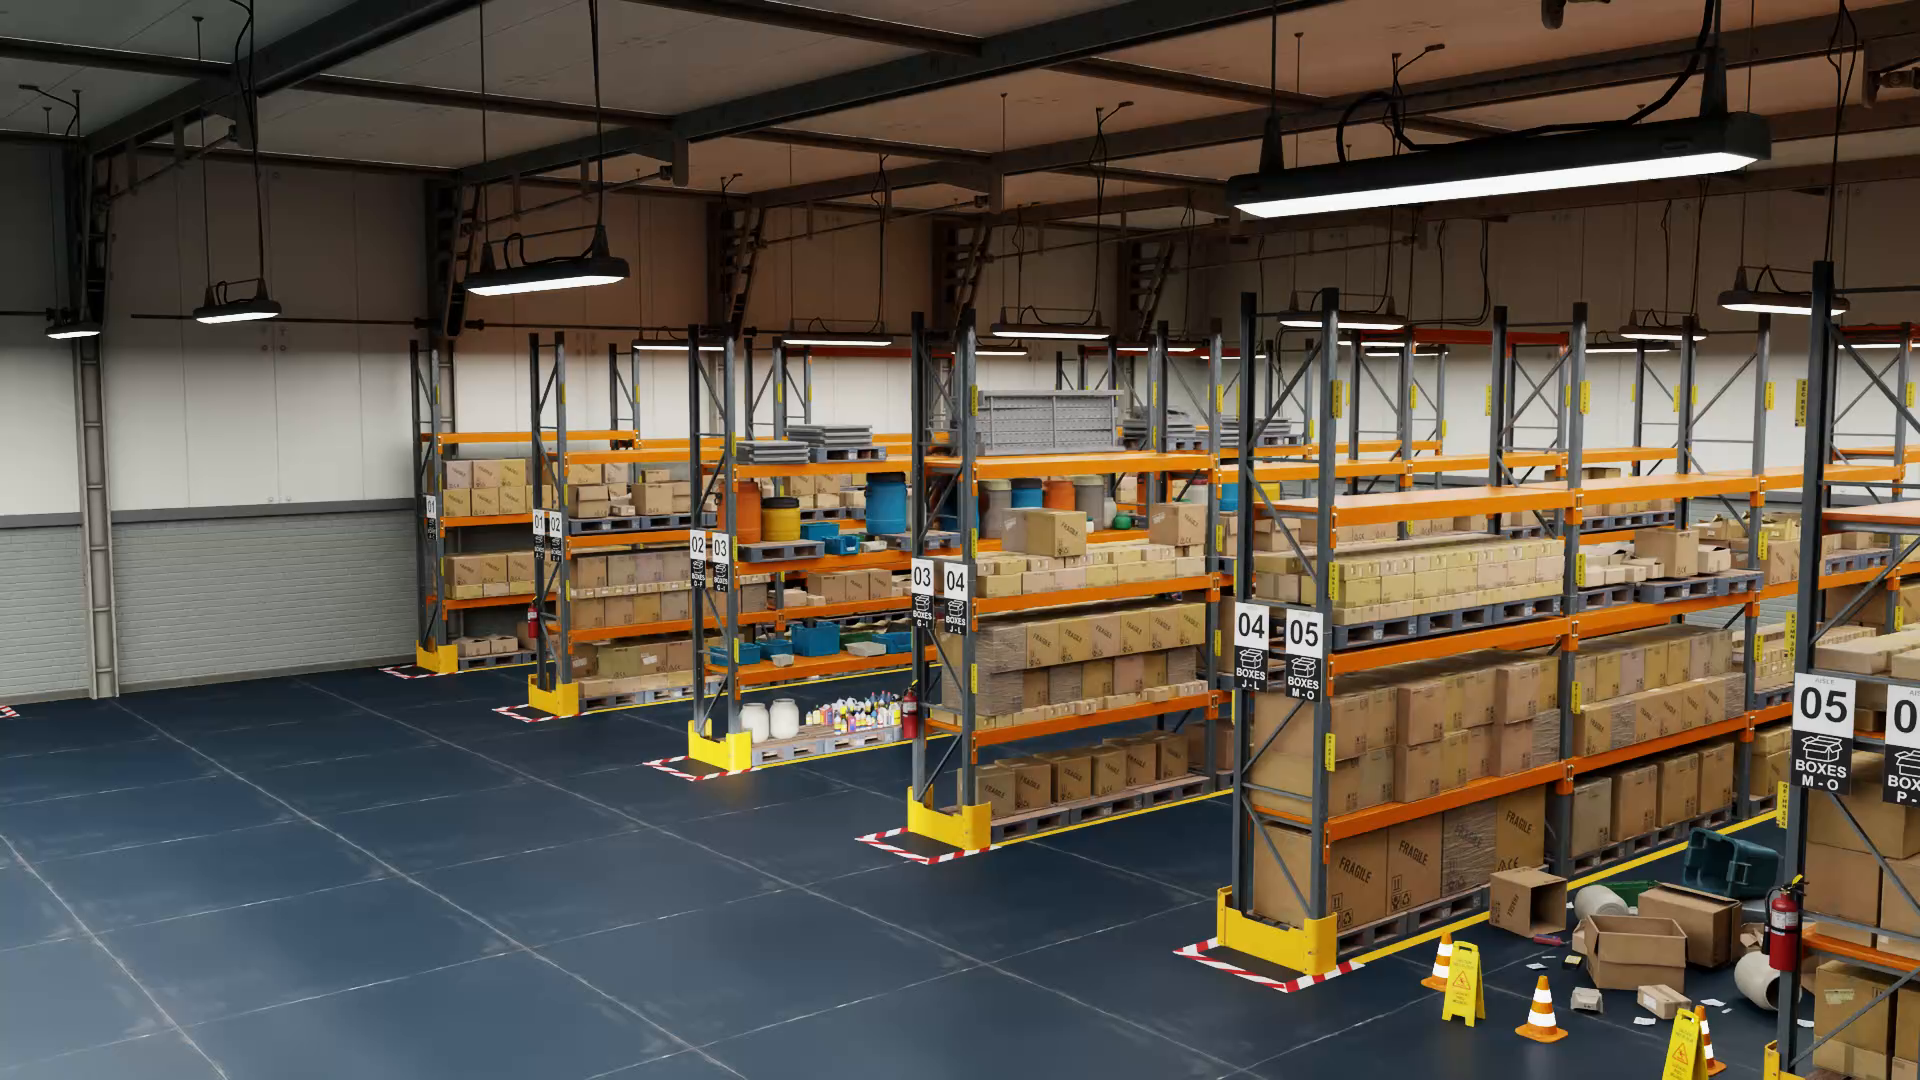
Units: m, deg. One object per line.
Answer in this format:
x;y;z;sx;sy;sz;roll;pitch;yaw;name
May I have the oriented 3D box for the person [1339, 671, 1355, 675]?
4.690;2.403;20.714;0.538;1.743;0.551;1;5;8;person
